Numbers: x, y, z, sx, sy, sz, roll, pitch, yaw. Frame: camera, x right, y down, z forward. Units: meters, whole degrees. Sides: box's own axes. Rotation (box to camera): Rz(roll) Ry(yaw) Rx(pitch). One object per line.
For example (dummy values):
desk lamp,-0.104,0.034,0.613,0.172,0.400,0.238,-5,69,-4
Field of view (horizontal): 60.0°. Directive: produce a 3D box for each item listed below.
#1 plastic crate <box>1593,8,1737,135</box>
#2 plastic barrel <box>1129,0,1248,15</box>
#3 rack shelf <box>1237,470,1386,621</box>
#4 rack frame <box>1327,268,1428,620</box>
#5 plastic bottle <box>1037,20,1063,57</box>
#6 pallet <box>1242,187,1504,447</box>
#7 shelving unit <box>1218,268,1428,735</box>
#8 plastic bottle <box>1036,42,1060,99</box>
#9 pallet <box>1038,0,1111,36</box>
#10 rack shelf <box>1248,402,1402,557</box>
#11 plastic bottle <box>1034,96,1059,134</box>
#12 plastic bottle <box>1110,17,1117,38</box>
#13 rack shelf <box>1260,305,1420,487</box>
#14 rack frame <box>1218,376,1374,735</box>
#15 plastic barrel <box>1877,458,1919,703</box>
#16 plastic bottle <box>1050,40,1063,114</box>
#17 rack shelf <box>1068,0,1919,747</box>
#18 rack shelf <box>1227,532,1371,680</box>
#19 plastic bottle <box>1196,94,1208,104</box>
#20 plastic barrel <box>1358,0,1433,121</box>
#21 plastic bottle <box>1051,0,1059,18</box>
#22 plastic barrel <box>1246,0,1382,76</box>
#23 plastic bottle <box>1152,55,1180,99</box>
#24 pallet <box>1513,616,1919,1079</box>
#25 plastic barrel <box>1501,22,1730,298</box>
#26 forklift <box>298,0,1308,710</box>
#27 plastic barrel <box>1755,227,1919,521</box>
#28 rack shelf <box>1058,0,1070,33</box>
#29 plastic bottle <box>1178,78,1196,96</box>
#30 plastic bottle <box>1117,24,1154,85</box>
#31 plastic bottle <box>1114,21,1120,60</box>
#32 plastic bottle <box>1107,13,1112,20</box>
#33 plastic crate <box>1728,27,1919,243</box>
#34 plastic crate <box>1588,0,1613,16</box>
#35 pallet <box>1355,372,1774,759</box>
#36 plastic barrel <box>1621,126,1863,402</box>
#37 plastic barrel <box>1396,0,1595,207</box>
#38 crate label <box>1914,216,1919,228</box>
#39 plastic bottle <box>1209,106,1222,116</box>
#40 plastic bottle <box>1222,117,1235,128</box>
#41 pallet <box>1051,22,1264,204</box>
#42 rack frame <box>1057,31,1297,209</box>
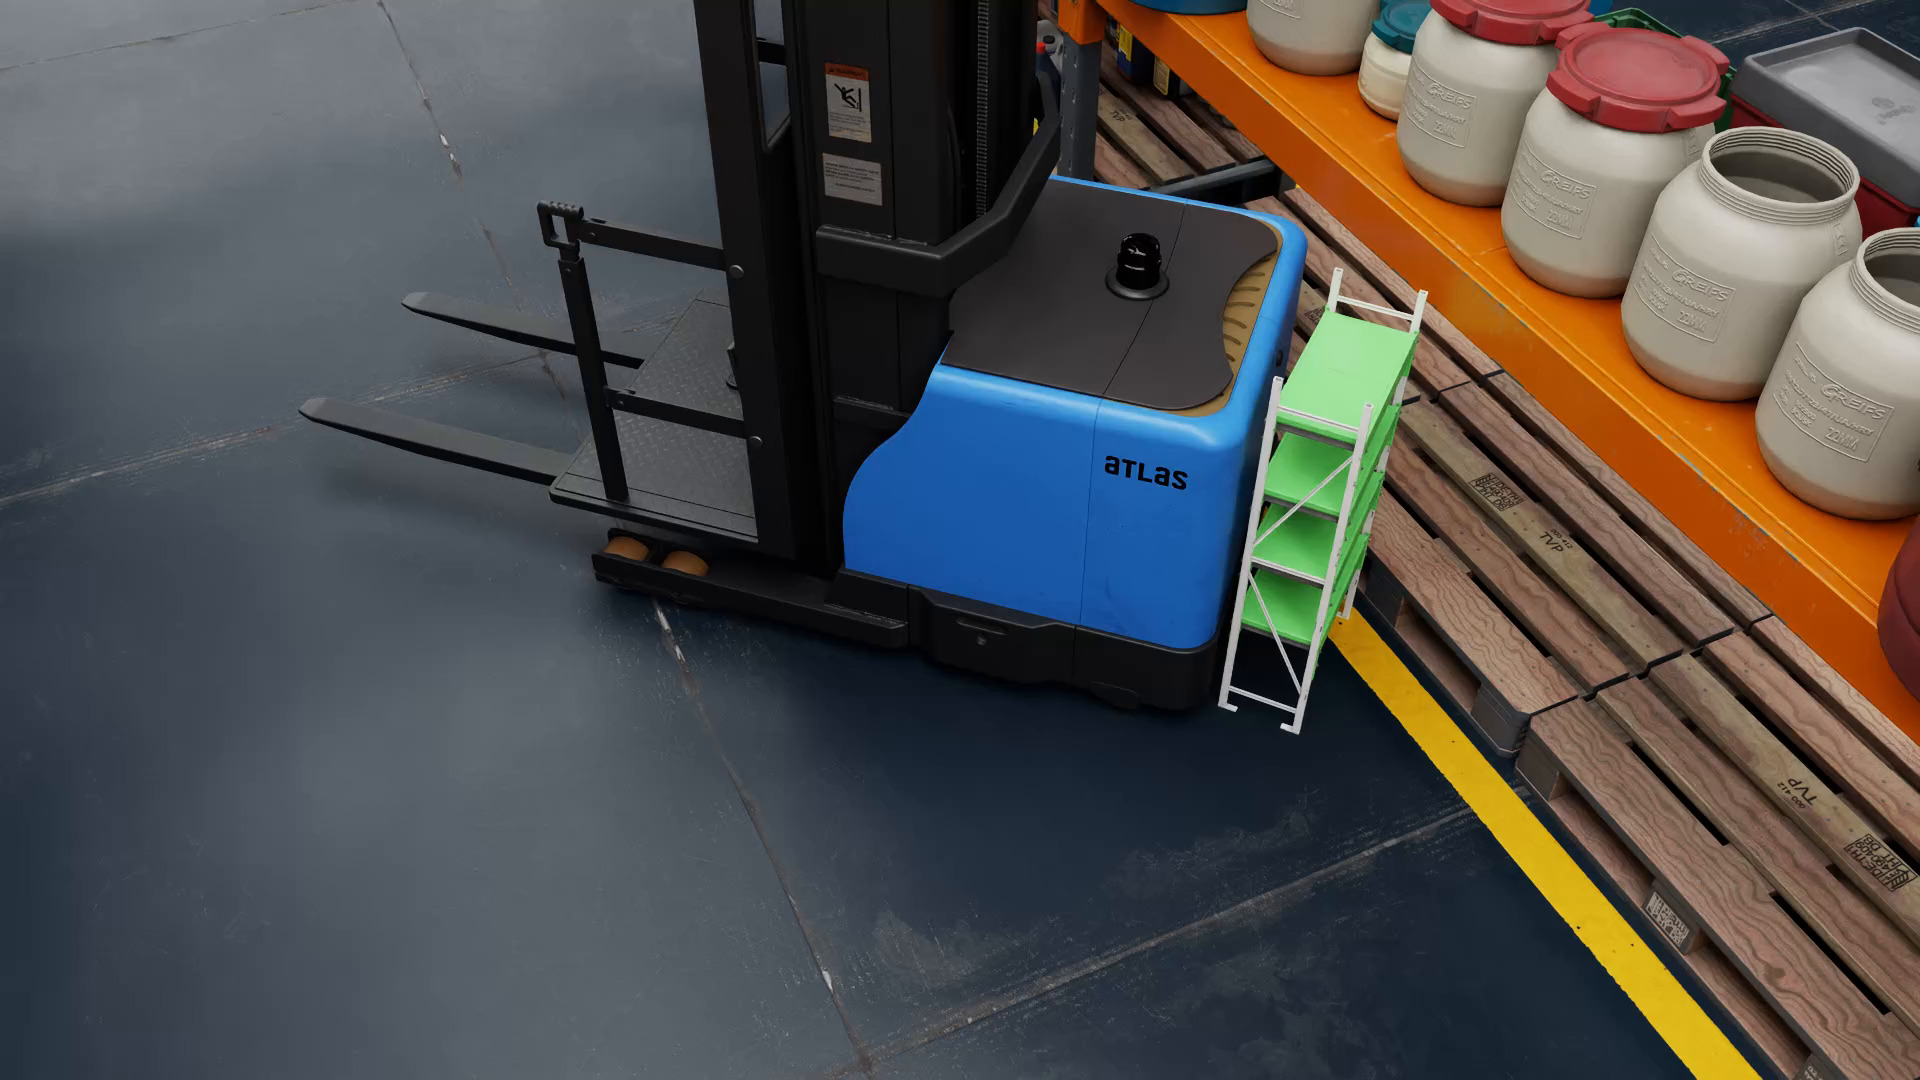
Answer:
plastic crate,1.819,-1.145,4.426,0.450,0.188,0.662,-18,47,-17
plastic barrel,0.718,-2.090,4.875,0.600,0.901,0.708,-18,47,-17
rack shelf,0.957,-0.028,4.515,0.258,0.148,0.480,19,48,18
rack frame,1.064,-0.228,4.626,0.240,1.200,0.015,19,48,18
plastic bottle,0.342,-1.941,6.708,0.152,0.276,0.135,-18,47,-17
pallet,1.196,-0.765,5.875,1.003,0.211,1.213,-18,47,-17
shelving unit,0.957,-0.073,4.470,0.258,1.200,0.503,19,48,18
plastic bottle,0.299,-1.786,6.497,0.144,0.351,0.185,-19,48,-18
pallet,0.069,-2.473,7.606,1.003,0.211,1.213,-18,47,-17
rack shelf,0.957,-0.199,4.346,0.258,0.148,0.480,19,48,18
plastic bottle,0.329,-1.646,6.403,0.061,0.283,0.133,-16,47,-15
plastic bottle,0.693,-2.272,7.047,0.097,0.271,0.097,0,45,0
rack shelf,0.957,-0.370,4.178,0.258,0.148,0.480,19,48,18
rack frame,0.851,0.081,4.314,0.240,1.200,0.015,19,48,18
plastic barrel,2.043,0.047,2.969,0.600,0.536,0.708,-18,47,-17
plastic bottle,0.429,-1.828,6.540,0.144,0.351,0.185,-18,47,-17
rack shelf,1.672,-0.716,4.353,1.077,0.370,4.000,-18,47,-17
rack shelf,0.957,0.143,4.684,0.258,0.148,0.480,19,48,18
plastic bottle,1.009,-1.870,6.688,0.097,0.201,0.097,0,45,0
plastic barrel,1.248,-1.309,4.539,0.301,0.262,0.301,0,45,0
plastic bottle,0.486,-2.402,7.175,0.152,0.276,0.135,-18,47,-17
plastic barrel,1.034,-1.621,4.660,0.433,0.535,0.433,0,45,0
plastic bottle,0.837,-1.935,6.696,0.061,0.283,0.133,-18,47,-17
pallet,2.222,0.790,4.300,1.003,0.211,1.213,-18,47,-17
plastic barrel,1.525,-0.878,3.907,0.433,0.535,0.433,0,45,0
forklift,-0.593,-1.184,4.363,3.031,2.935,1.130,13,46,13
plastic barrel,1.886,-0.330,3.369,0.421,0.512,0.421,0,45,0
rack shelf,-0.010,-3.265,6.936,1.077,0.370,4.000,-18,47,-17
plastic bottle,0.934,-1.965,6.731,0.152,0.276,0.135,-16,47,-16
plastic bottle,0.737,-2.055,6.770,0.144,0.351,0.185,-18,47,-17
plastic bottle,0.697,-2.126,6.898,0.097,0.271,0.097,0,45,0
plastic bottle,0.691,-2.352,7.177,0.097,0.201,0.097,0,45,0
plastic crate,2.111,-0.841,3.921,0.402,0.464,0.583,-18,47,-17
plastic crate,1.577,-1.630,4.778,0.392,0.384,0.575,-18,47,-17
pallet,1.713,0.013,5.086,1.003,0.211,1.213,-18,47,-17
plastic barrel,1.709,-0.599,3.641,0.421,0.512,0.421,0,45,0
plastic barrel,1.343,-1.153,4.186,0.433,0.535,0.433,0,45,0
crate label,2.340,-0.424,3.518,0.502,0.435,0.616,-18,47,-17
plastic bottle,1.052,-1.805,6.622,0.097,0.201,0.097,0,45,0
plastic bottle,1.095,-1.765,6.532,0.097,0.271,0.097,0,45,0
pallet,0.586,-1.695,6.817,1.003,0.211,1.213,-18,47,-17
rack frame,0.831,-2.247,5.392,1.000,3.000,0.127,-18,47,-17
